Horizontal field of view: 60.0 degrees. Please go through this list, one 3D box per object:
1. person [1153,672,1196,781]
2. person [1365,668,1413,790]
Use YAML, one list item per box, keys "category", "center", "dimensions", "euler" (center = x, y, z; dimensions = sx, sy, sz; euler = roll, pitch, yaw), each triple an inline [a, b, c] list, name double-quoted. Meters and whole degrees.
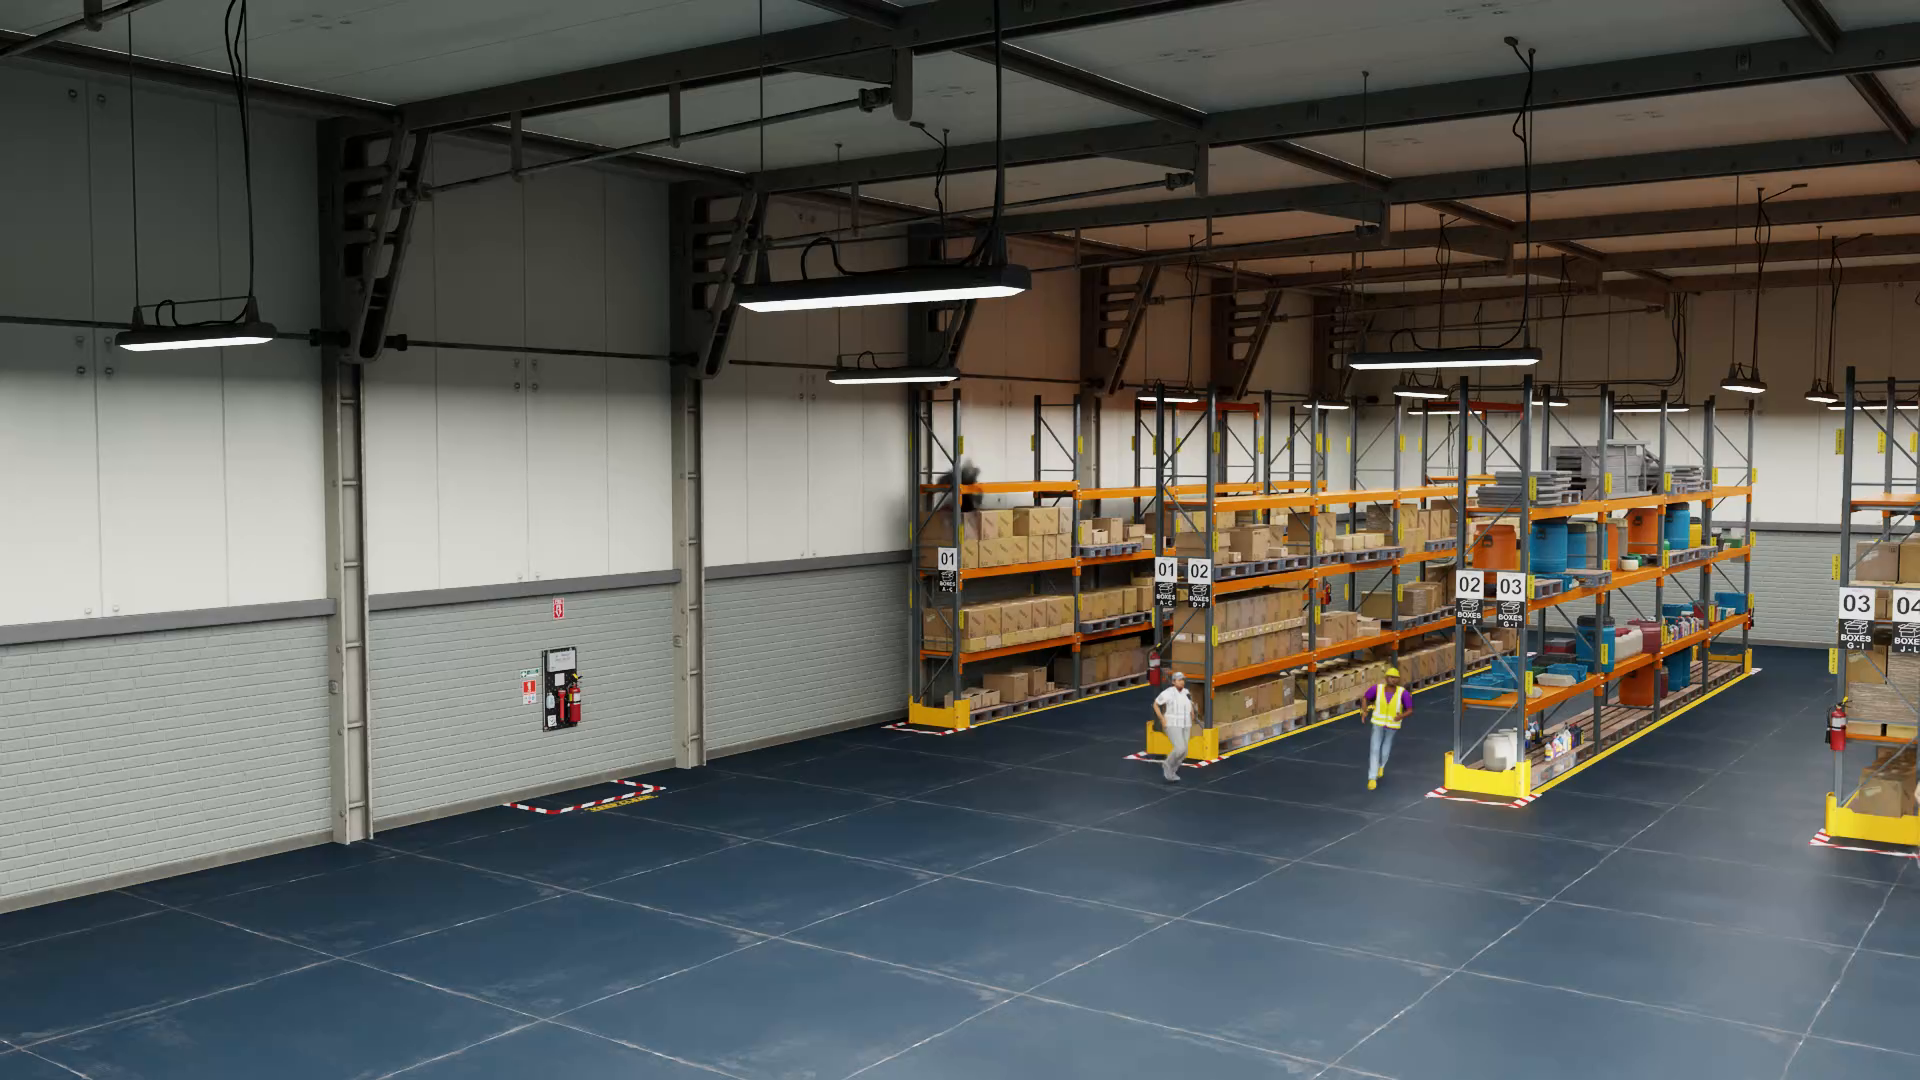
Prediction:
- category: "person"
  center: [3.237, 2.762, 24.566]
  dimensions: [0.583, 1.627, 0.604]
  euler: [-2, 4, -31]
- category: "person"
  center: [6.308, 2.748, 24.491]
  dimensions: [0.690, 1.748, 0.911]
  euler: [1, 3, 13]
